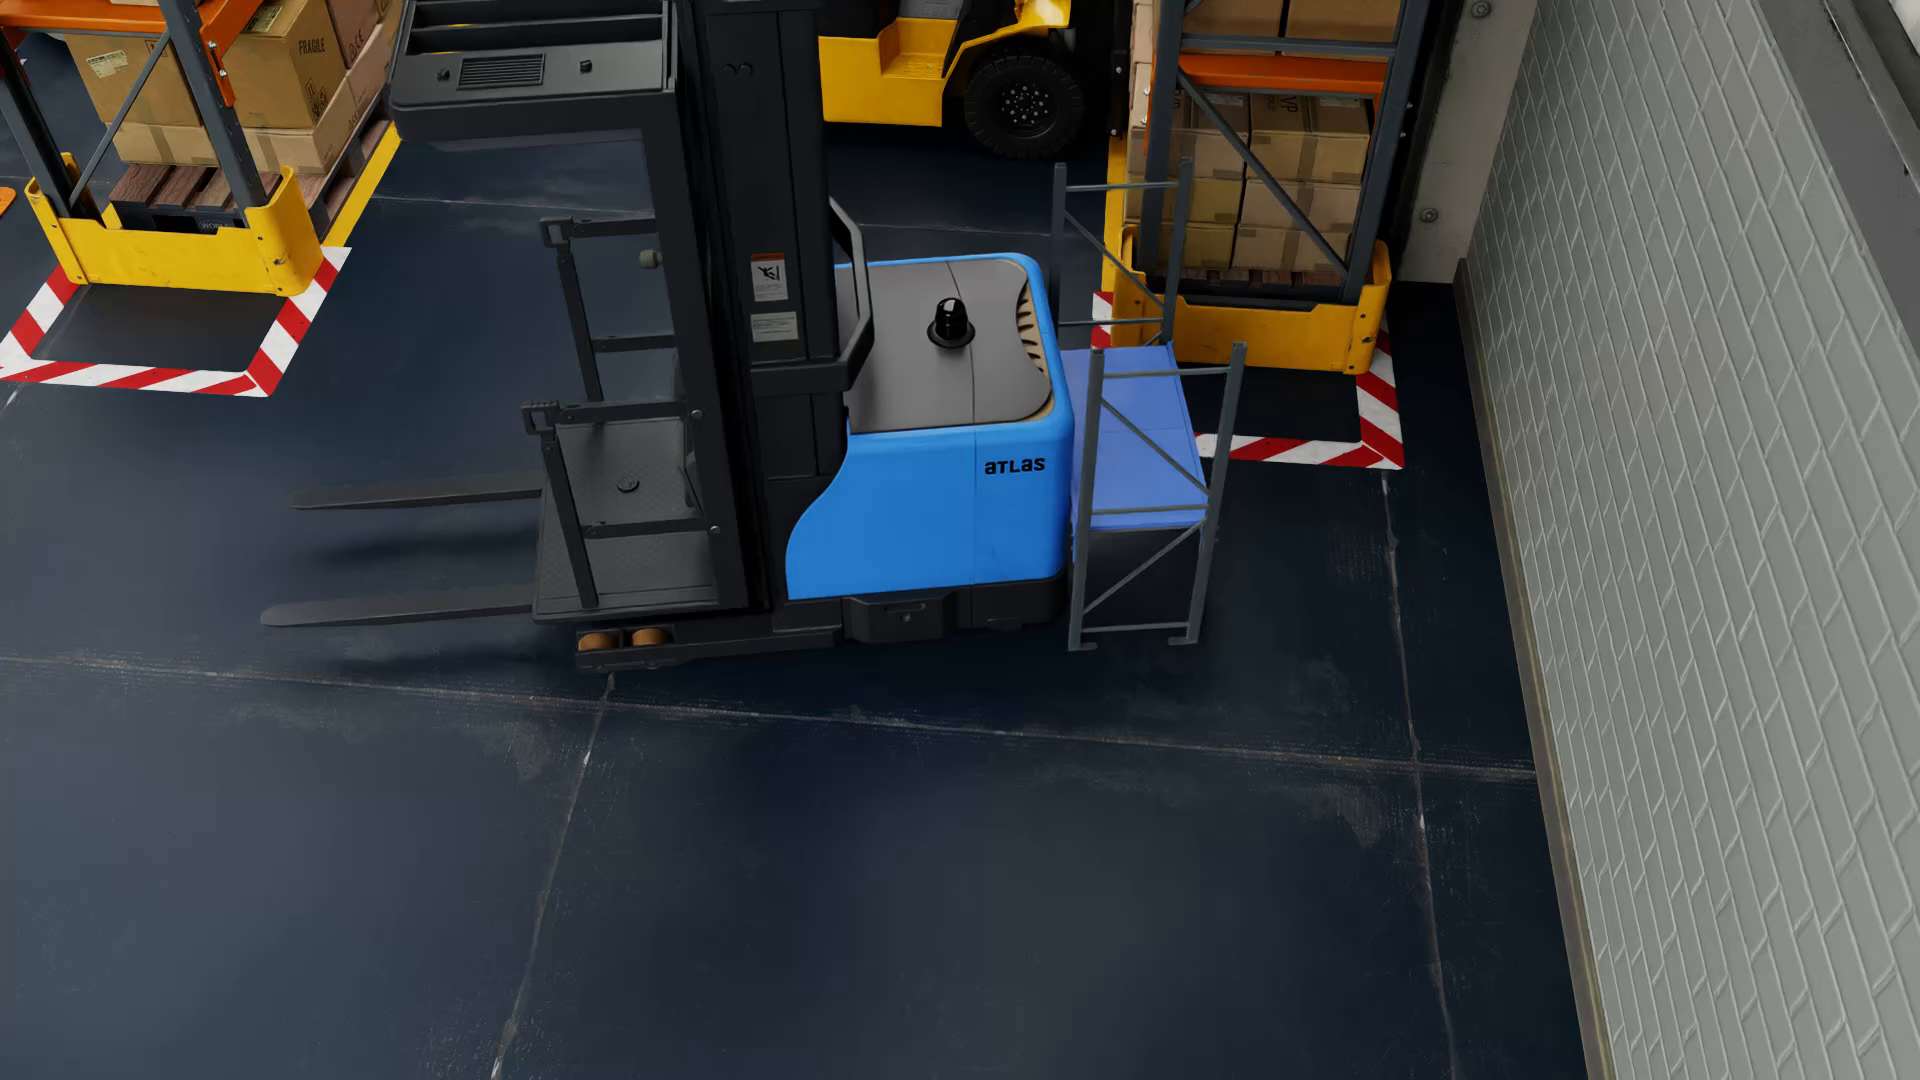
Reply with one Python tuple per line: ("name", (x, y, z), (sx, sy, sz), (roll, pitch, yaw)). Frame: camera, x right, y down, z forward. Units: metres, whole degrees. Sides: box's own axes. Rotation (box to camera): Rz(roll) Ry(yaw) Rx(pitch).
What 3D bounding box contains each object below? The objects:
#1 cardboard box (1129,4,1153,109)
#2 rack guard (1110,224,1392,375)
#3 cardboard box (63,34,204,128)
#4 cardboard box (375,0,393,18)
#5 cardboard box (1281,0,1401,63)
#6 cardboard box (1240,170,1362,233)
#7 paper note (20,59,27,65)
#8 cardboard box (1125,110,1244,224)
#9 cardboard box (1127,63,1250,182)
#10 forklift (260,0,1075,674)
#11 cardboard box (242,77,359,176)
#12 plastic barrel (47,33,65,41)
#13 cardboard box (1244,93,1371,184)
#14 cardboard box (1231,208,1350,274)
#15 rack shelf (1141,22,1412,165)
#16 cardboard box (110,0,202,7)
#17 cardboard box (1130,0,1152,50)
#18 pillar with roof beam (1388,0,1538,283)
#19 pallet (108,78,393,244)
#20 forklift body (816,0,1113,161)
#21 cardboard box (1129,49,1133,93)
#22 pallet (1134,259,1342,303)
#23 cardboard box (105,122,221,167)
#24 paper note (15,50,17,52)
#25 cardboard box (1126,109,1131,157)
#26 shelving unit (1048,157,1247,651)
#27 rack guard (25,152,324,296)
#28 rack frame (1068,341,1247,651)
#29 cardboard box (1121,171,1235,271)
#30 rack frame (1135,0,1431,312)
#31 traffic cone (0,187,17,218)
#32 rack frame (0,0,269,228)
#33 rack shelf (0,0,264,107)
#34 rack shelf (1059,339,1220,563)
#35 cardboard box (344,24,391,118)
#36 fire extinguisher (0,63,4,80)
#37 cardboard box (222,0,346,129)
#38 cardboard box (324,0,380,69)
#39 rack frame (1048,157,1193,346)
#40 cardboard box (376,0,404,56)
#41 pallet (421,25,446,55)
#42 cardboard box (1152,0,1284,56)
("cardboard box", (1.050, -2.219, 7.674), (0.500, 0.250, 0.500), (5, 48, 4))
("rack guard", (1.276, -1.072, 7.417), (1.175, 0.500, 0.348), (4, 48, 4))
("cardboard box", (-3.852, -2.337, 7.951), (0.500, 0.500, 0.500), (4, 48, 4))
("cardboard box", (-3.218, -3.075, 8.626), (0.500, 0.500, 0.500), (5, 48, 4))
("cardboard box", (1.600, -2.312, 6.790), (0.500, 0.500, 0.500), (5, 48, 5))
("cardboard box", (1.528, -1.647, 7.490), (0.500, 0.250, 0.500), (5, 48, 4))
("paper note", (-5.183, -2.617, 9.163), (0.032, 0.001, 0.123), (4, 48, 4))
("cardboard box", (1.011, -1.694, 7.533), (0.500, 0.250, 0.500), (3, 48, 3))
("cardboard box", (1.009, -1.844, 7.331), (0.500, 0.250, 0.500), (5, 48, 5))
("forklift", (-1.140, -0.896, 5.609), (3.031, 2.935, 1.130), (-5, 48, -4))
("cardboard box", (-3.316, -2.052, 8.199), (0.500, 0.250, 0.500), (4, 48, 3))
("plastic barrel", (-4.985, -3.014, 9.246), (0.421, 0.421, 0.512), (-36, 57, -28))
("cardboard box", (1.510, -1.825, 7.313), (0.500, 0.250, 0.500), (3, 48, 3))
("cardboard box", (1.518, -1.495, 7.689), (0.500, 0.250, 0.500), (4, 48, 4))
("rack shelf", (1.460, -3.160, 8.121), (1.077, 0.370, 4.000), (4, 48, 4))
("cardboard box", (-3.428, -2.415, 7.122), (0.380, 0.149, 0.250), (4, 48, 4))
("cardboard box", (1.086, -2.591, 8.014), (0.500, 0.250, 0.500), (4, 48, 4))
("pillar with roof beam", (-2.048, -4.698, 4.975), (9.100, 9.000, 0.400), (4, 48, 4))
("pallet", (-3.549, -1.973, 8.438), (1.003, 0.211, 1.213), (4, 48, 4))
("forklift body", (-0.366, -3.163, 8.211), (2.313, 2.155, 1.214), (4, 48, 4))
("cardboard box", (1.094, -2.443, 8.217), (0.500, 0.250, 0.500), (3, 48, 3))
("pallet", (1.306, -1.557, 8.057), (1.003, 0.211, 1.213), (4, 48, 4))
("cardboard box", (-3.857, -2.108, 8.250), (0.500, 0.250, 0.500), (4, 48, 3))
("paper note", (-5.335, -2.701, 9.233), (0.148, 0.019, 0.142), (19, 50, 17))
("cardboard box", (1.061, -1.878, 8.040), (0.500, 0.250, 0.500), (4, 48, 4))
("shelving unit", (0.628, -0.479, 6.197), (0.538, 1.500, 1.048), (-3, 48, -3))
("rack guard", (-3.658, -1.476, 7.787), (1.175, 0.500, 0.348), (4, 48, 4))
("rack frame", (0.666, -0.105, 5.855), (0.500, 1.500, 0.032), (-3, 48, -3))
("cardboard box", (1.006, -1.513, 7.706), (0.500, 0.250, 0.500), (4, 48, 4))
("rack frame", (1.278, -1.933, 6.511), (1.000, 3.000, 0.127), (4, 48, 4))
("traffic cone", (-4.911, -1.811, 8.118), (0.336, 0.463, 0.334), (4, 48, 4))
("rack frame", (-3.665, -2.264, 6.814), (1.000, 3.000, 0.127), (4, 48, 4))
("rack shelf", (-3.483, -3.491, 8.424), (1.077, 0.370, 4.000), (4, 48, 4))
("rack shelf", (0.628, -0.358, 6.330), (0.538, 0.185, 1.000), (-3, 48, -3))
("cardboard box", (-3.262, -2.427, 8.541), (0.500, 0.250, 0.500), (5, 48, 5))
("fire extinguisher", (-4.135, -2.185, 6.794), (0.296, 0.674, 0.183), (4, 48, 4))
("cardboard box", (-3.315, -2.323, 7.938), (0.500, 0.500, 0.500), (2, 48, 2))
("cardboard box", (-3.272, -2.707, 8.290), (0.500, 0.500, 0.500), (2, 48, 2))
("rack frame", (0.591, -0.853, 6.540), (0.500, 1.500, 0.032), (-3, 48, -3))
("cardboard box", (-3.225, -2.828, 8.909), (0.500, 0.250, 0.500), (7, 48, 6))
("pallet", (-3.435, -2.868, 9.256), (1.003, 0.211, 1.213), (4, 48, 4))
("cardboard box", (1.061, -2.346, 6.821), (0.500, 0.500, 0.500), (3, 48, 3))
